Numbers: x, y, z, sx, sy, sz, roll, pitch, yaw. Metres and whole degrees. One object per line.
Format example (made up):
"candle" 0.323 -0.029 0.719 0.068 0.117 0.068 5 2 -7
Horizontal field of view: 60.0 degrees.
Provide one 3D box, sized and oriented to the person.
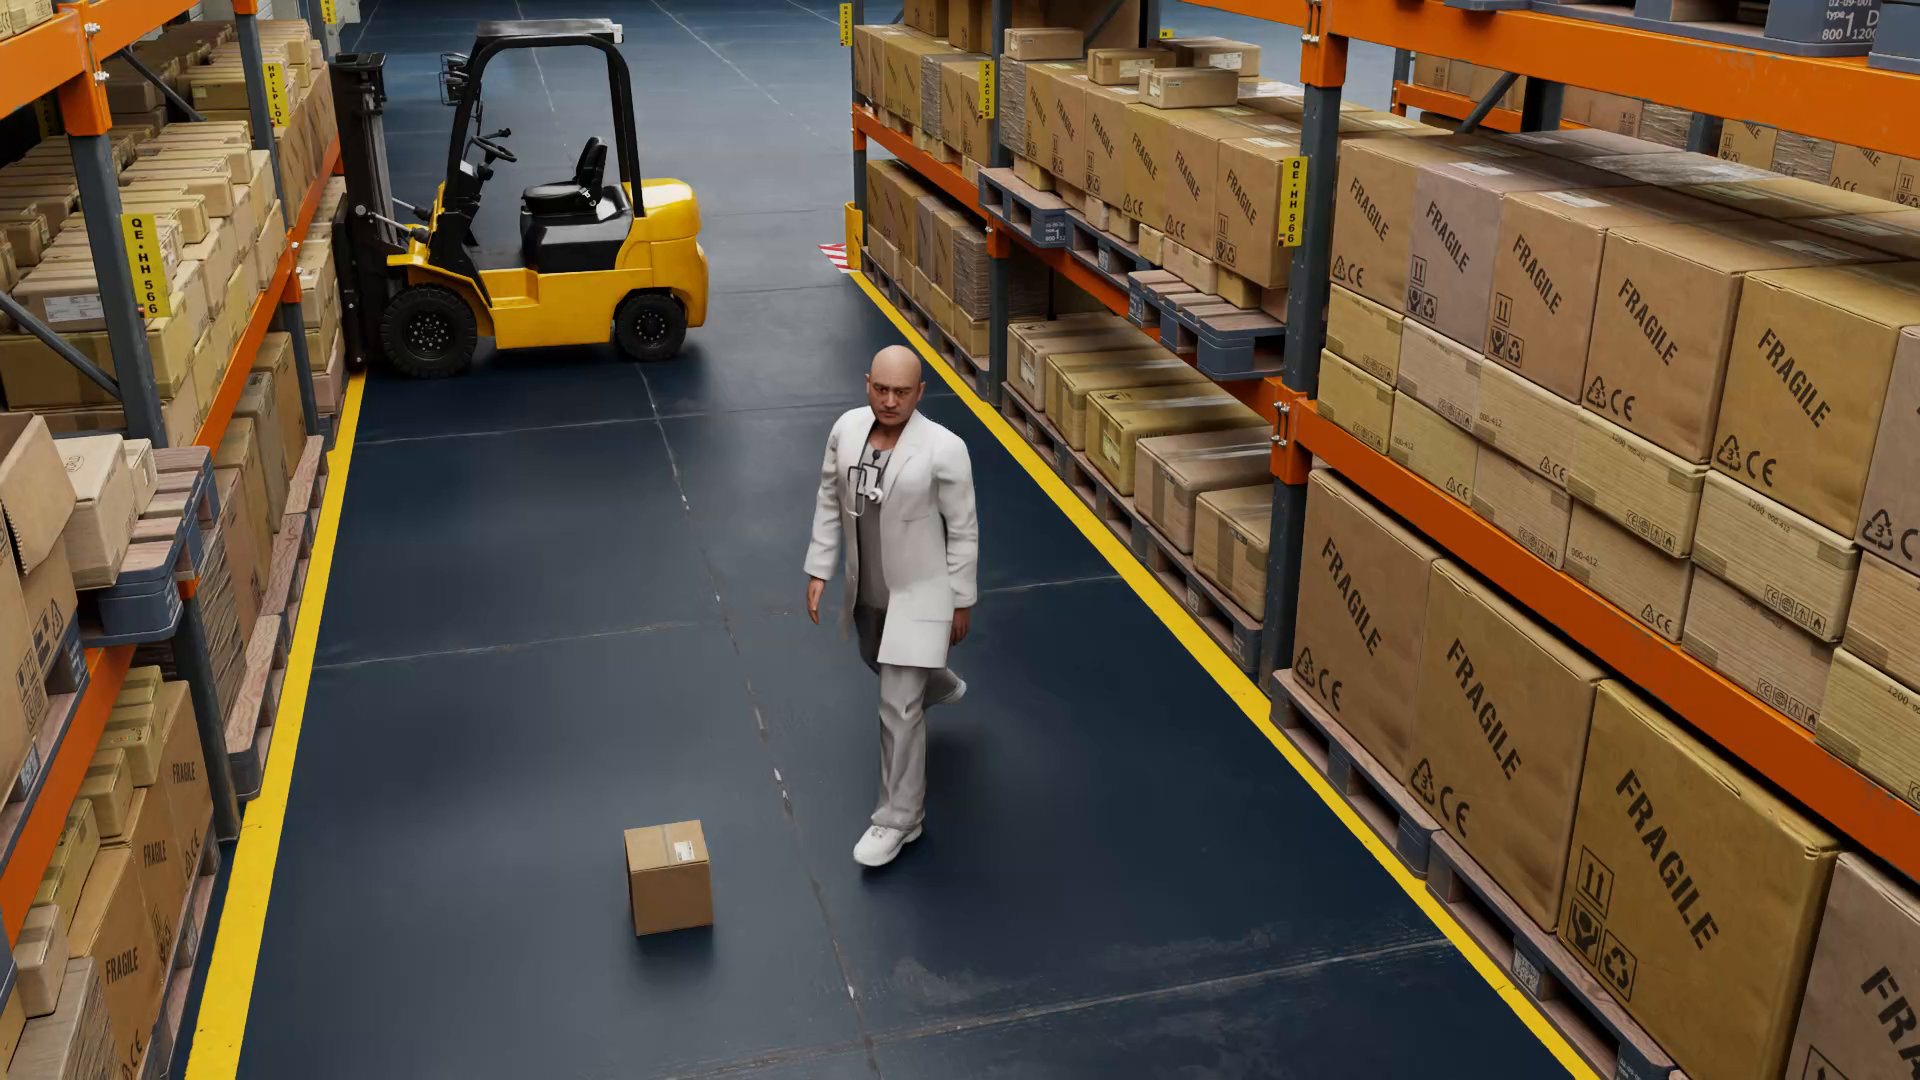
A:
"person" -0.230 0.123 5.825 0.713 1.744 1.016 17 28 35
